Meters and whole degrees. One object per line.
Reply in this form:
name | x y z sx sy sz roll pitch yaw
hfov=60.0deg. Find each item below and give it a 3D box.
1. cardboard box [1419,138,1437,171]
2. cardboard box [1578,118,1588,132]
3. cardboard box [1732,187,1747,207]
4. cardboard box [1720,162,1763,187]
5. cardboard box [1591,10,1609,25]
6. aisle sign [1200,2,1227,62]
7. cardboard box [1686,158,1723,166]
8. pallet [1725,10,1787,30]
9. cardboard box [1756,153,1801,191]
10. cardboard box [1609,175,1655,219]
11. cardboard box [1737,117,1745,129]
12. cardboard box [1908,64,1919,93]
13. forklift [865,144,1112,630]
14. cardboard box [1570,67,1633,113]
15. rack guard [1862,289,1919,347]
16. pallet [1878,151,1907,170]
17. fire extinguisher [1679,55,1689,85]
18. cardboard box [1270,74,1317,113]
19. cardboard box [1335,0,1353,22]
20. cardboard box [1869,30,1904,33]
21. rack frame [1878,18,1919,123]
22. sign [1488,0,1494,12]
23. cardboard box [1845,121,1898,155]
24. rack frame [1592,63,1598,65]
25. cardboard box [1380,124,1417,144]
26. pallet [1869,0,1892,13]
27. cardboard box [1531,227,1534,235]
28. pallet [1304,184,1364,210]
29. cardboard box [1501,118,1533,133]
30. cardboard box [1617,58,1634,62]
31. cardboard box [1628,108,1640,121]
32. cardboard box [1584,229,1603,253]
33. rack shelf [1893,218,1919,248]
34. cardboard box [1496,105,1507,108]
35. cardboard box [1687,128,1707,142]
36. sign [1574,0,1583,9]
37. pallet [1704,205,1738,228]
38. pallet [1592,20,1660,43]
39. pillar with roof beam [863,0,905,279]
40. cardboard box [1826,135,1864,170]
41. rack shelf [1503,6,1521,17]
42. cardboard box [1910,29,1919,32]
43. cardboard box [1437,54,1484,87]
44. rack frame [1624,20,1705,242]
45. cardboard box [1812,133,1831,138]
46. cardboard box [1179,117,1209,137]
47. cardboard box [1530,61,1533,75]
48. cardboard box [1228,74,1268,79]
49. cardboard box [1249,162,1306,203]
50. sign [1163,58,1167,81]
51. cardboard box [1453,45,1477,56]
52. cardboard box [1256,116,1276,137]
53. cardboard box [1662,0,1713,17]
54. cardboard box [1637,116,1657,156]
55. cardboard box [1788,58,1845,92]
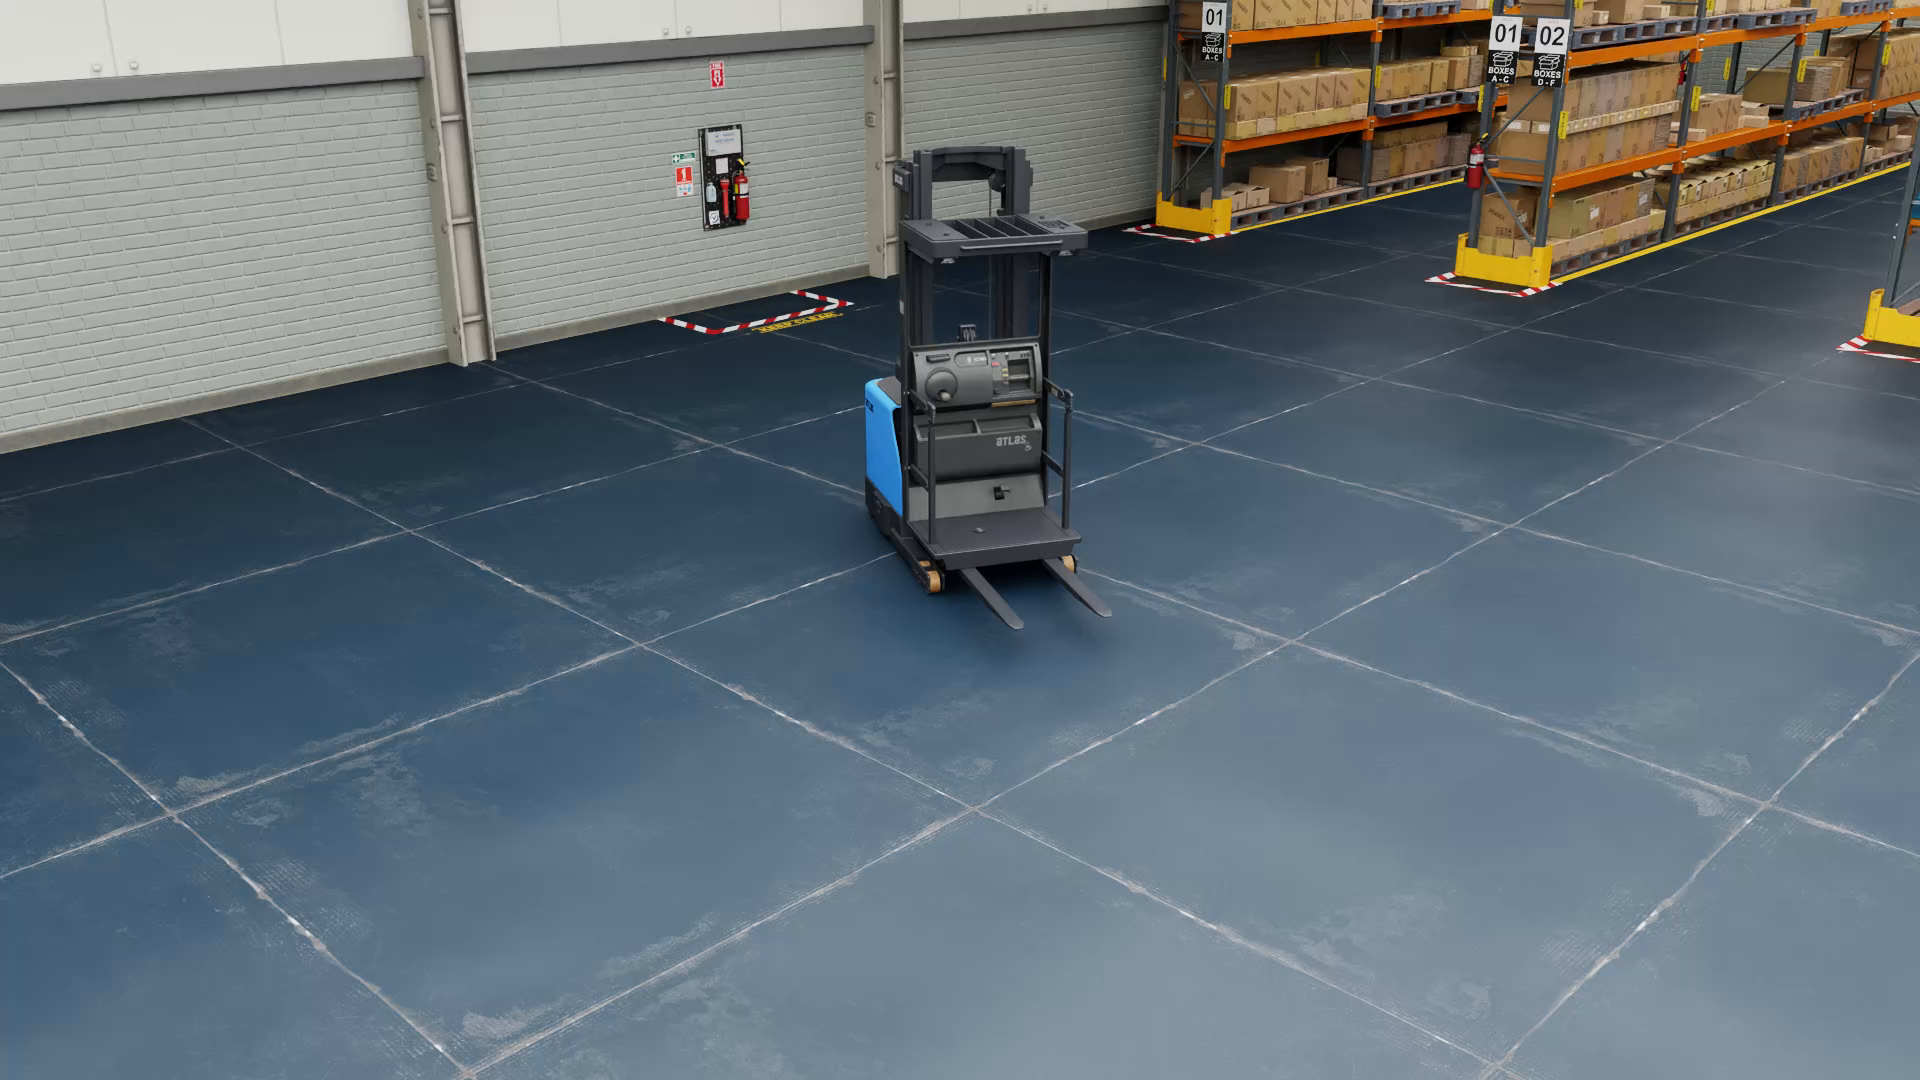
cardboard box | 7.722 -6.636 28.529 0.700 0.500 0.500 19 28 40
cardboard box | 7.712 -5.267 21.053 0.380 0.149 0.250 19 28 41
cardboard box | 11.605 -5.249 25.297 0.500 0.250 0.500 -19 28 -41
cardboard box | 11.961 -5.637 25.526 0.500 0.311 0.500 19 28 40
cardboard box | 7.874 -6.541 20.799 0.380 0.149 0.250 19 28 41
aisle sign | 3.540 -7.097 23.234 0.394 0.787 0.004 19 28 41
cardboard box | 11.572 -5.770 25.872 0.500 0.311 0.500 18 28 39
pallet | 11.320 -7.621 24.305 1.213 0.211 1.003 -19 28 -40
cardboard box | 13.030 -5.878 26.559 0.500 0.500 0.500 -19 28 -40
cardboard box | 9.193 -4.729 22.900 0.500 0.500 0.500 19 28 41
cardboard box | 11.658 -6.335 25.226 0.250 0.149 0.380 -18 27 -38
cardboard box | 16.908 -8.324 29.910 0.500 0.500 0.500 19 28 40
forklift | 0.195 -1.153 11.489 1.130 2.935 3.031 -7 22 -17
cardboard box | 8.362 -5.916 21.837 0.700 0.500 0.500 19 28 41
rack guard | 10.493 -2.362 18.023 1.175 0.500 0.348 19 28 41
pallet | 16.629 -7.012 30.525 1.003 0.211 1.213 19 28 41
fire extinguisher | 14.973 -9.803 34.525 0.296 0.674 0.183 19 28 41
cardboard box | 4.992 -6.705 24.975 0.500 0.500 0.500 -19 28 -40
cardboard box | 5.628 -8.143 25.231 0.500 0.500 0.500 16 26 36
cardboard box | 16.878 -9.053 30.413 0.500 0.500 0.500 -20 29 -41
rack frame | 18.089 -8.851 31.421 1.000 3.000 0.127 19 28 41
sign | 6.548 -6.654 20.400 0.100 0.325 0.005 19 28 41
cardboard box | 16.605 -7.347 30.375 0.797 0.503 0.637 19 28 41
rack frame | 11.746 -9.061 31.969 1.000 3.000 0.127 19 28 41
cardboard box | 7.332 -6.836 28.004 0.500 0.250 0.500 18 28 39
pallet | 14.793 -8.985 27.851 1.213 0.211 1.003 19 28 41
cardboard box | 7.430 -3.994 22.032 0.500 0.250 0.500 19 28 41
pallet | 5.722 -5.522 26.647 1.003 0.211 1.213 19 28 41
cardboard box | 7.057 -5.233 20.966 0.380 0.149 0.250 19 28 40
cardboard box | 12.650 -9.523 32.752 0.980 0.700 0.700 18 28 39
cardboard box | 8.794 -5.666 22.092 0.250 0.149 0.380 -19 28 -41
cardboard box | 8.156 -3.991 22.023 0.500 0.250 0.500 19 28 41
rack shelf | 11.869 -3.676 18.959 1.077 0.370 4.000 19 28 41
cardboard box | 10.179 -7.606 30.592 0.750 0.750 0.750 19 28 40
cardboard box | 10.482 -5.826 23.900 0.380 0.149 0.250 19 28 41
sign | 7.320 -6.443 19.646 0.100 0.325 0.005 19 28 41
pallet | 11.055 -4.979 25.234 1.003 0.211 1.213 19 28 41
pallet | 8.290 -6.587 21.474 1.003 0.211 1.213 19 28 41
pillar with roof beam | 2.142 -6.554 17.083 9.100 9.000 0.400 19 28 41
cardboard box | 15.159 -6.663 28.599 0.500 0.500 0.500 19 28 40
rack shelf | 10.351 -9.612 30.222 1.077 0.370 4.000 19 28 41
cardboard box | 17.623 -9.051 30.409 0.500 0.500 0.500 -19 28 -41
cardboard box | 8.635 -8.162 28.876 0.700 0.500 0.500 15 26 35
rack frame | 9.717 -5.766 23.396 1.000 3.000 0.127 19 28 41
cardboard box | 14.786 -6.798 28.951 0.500 0.500 0.500 18 27 38
cardboard box | 3.562 -6.085 24.406 0.500 0.250 0.500 -20 28 -41
cardboard box | 10.197 -8.549 30.053 0.500 0.500 0.500 19 28 40
cardboard box | 4.267 -6.701 24.965 0.500 0.500 0.500 18 28 39
cardboard box | 4.868 -5.493 25.557 0.700 0.500 0.500 17 27 37
sign | 2.991 -6.809 24.054 0.100 0.325 0.005 19 28 41
cardboard box | 8.737 -8.492 28.830 0.380 0.149 0.250 15 26 34
cardboard box | 4.295 -6.099 24.443 0.500 0.250 0.500 18 28 39
cardboard box | 10.154 -7.448 23.215 0.500 0.250 0.500 -17 27 -37
cardboard box | 9.049 -5.560 22.720 0.700 0.500 0.500 19 28 40
cardboard box | 14.373 -7.807 27.980 0.500 0.500 0.700 -15 26 -34
